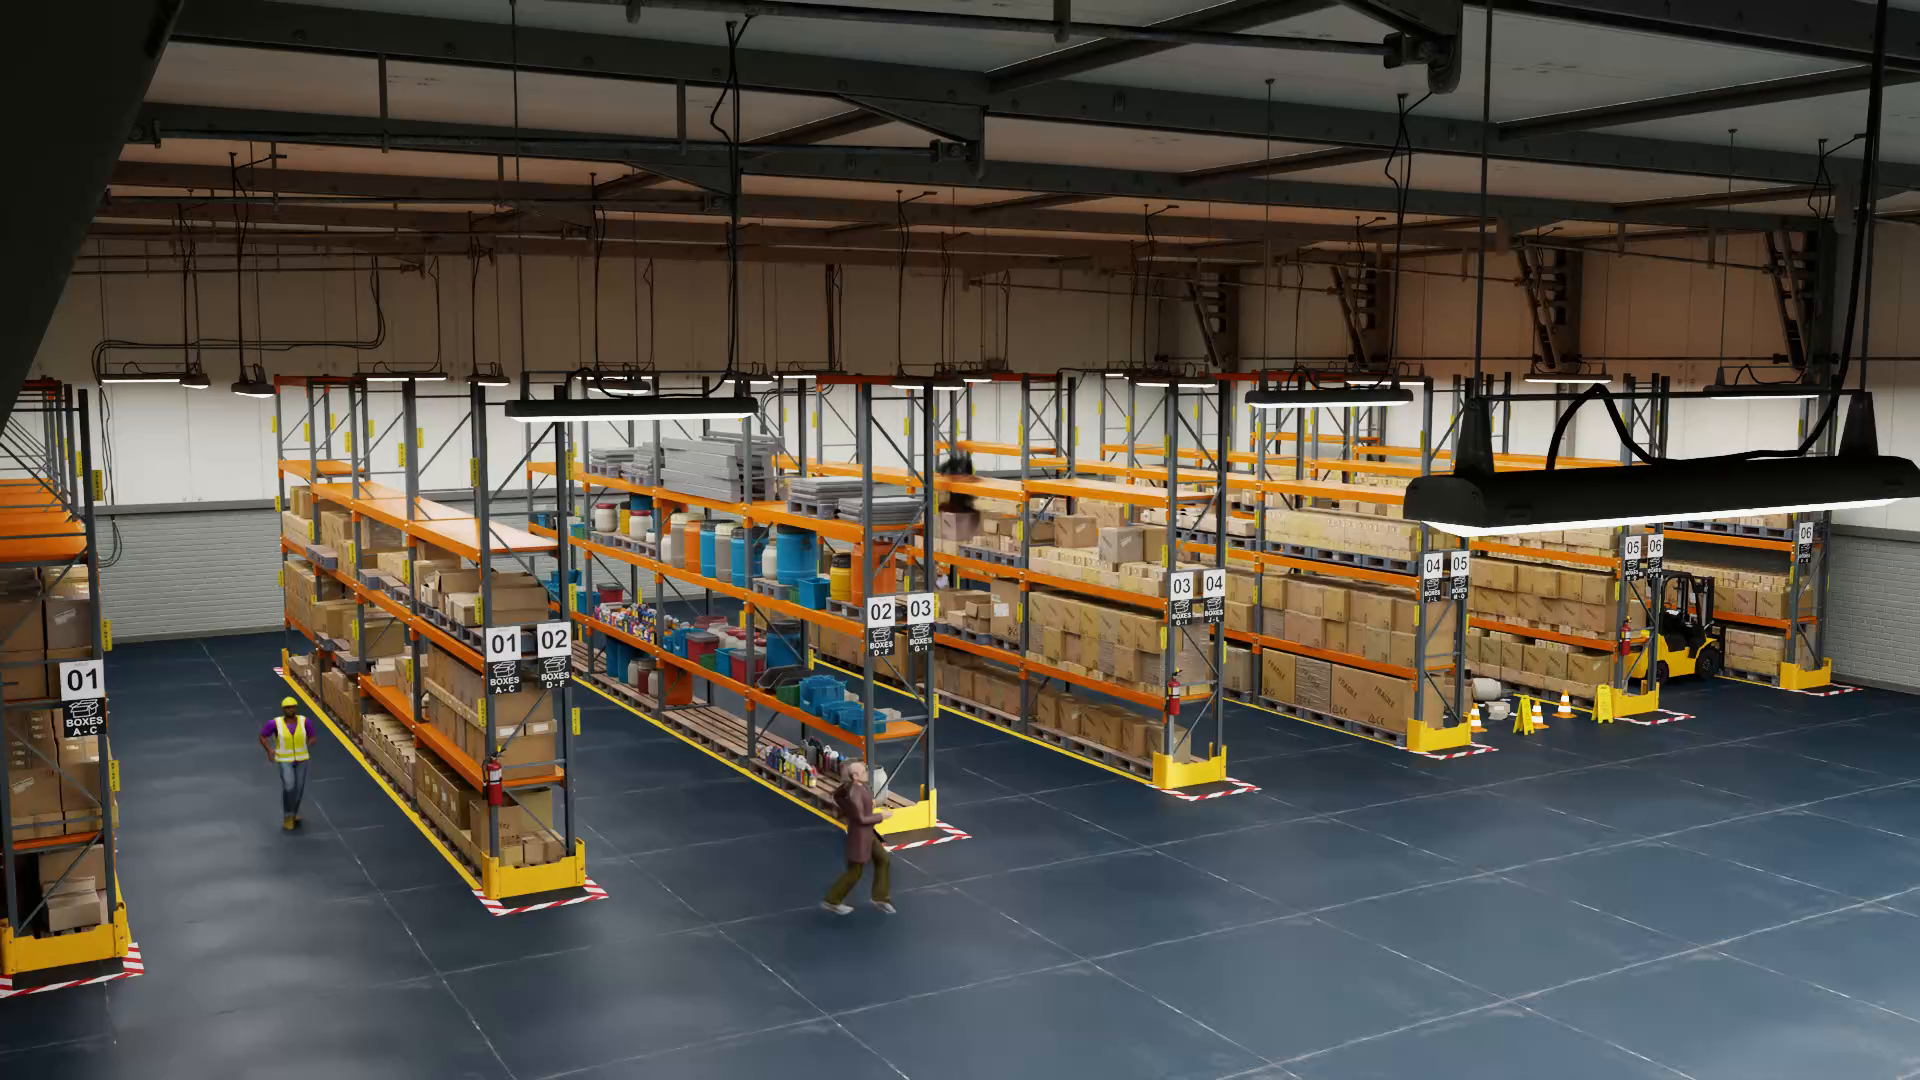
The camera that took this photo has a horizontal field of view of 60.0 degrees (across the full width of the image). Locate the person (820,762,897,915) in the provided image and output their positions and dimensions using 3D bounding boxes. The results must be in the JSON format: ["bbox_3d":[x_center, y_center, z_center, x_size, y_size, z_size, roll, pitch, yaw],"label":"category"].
[{"bbox_3d":[-1.149,3.408,18.880,0.874,1.823,0.726,0,6,-1],"label":"person"}]

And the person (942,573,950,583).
[{"bbox_3d":[-0.480,0.809,42.301,0.928,1.748,0.717,2,7,18],"label":"person"}]

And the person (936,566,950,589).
[{"bbox_3d":[-0.461,1.387,38.040,0.640,1.612,0.601,-3,7,-26],"label":"person"}]

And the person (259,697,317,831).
[{"bbox_3d":[-9.002,3.014,22.421,0.675,1.805,0.689,-5,8,-37],"label":"person"}]
